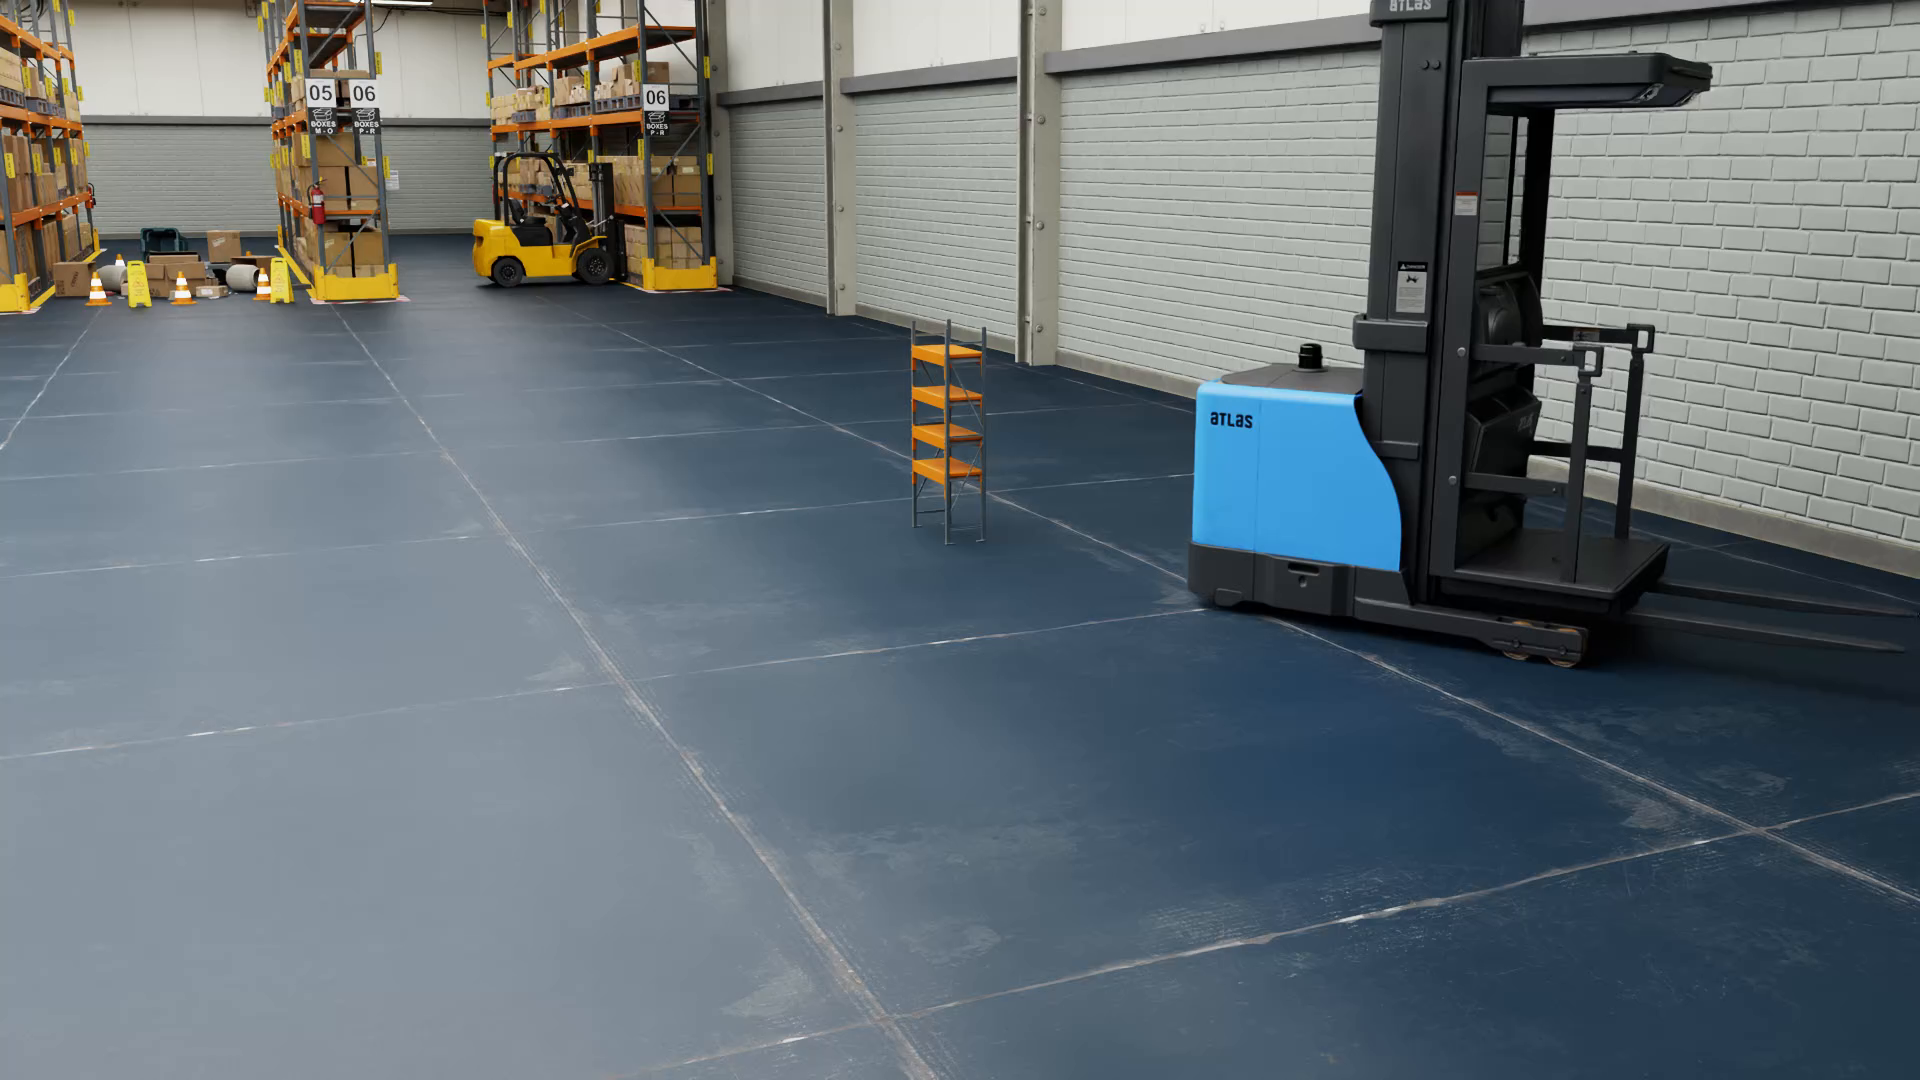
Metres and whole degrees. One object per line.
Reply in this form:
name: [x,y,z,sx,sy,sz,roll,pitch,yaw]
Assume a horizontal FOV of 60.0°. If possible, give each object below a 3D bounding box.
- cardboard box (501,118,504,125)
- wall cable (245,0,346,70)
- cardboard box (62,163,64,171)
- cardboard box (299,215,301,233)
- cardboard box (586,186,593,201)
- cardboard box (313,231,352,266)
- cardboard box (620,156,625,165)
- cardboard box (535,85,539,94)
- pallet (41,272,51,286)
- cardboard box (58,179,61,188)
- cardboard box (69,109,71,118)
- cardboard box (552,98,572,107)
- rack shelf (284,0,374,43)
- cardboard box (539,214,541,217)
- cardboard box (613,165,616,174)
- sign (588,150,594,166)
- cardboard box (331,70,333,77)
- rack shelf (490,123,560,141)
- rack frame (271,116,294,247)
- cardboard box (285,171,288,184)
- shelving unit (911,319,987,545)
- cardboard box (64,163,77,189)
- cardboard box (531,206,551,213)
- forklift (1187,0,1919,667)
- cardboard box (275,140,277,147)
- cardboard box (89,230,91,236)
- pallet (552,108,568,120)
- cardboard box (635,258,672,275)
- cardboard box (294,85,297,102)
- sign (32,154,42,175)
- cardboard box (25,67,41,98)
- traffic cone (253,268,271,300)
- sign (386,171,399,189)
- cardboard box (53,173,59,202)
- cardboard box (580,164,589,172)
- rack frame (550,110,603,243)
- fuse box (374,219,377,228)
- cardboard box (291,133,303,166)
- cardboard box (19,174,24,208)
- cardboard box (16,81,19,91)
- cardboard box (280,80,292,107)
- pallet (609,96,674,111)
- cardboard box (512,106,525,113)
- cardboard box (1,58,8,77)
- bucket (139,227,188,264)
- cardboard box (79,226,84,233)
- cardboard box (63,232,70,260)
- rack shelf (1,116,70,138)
cardboard box: [-10.525,-9.795,38.943,0.380,0.149,0.250,-6,14,-23]
wall cable: [-17.358,-12.559,43.677,2.355,3.000,0.029,-6,14,-23]
cardboard box: [-17.956,-7.376,32.894,0.380,0.149,0.250,-6,14,-25]
cardboard box: [-12.861,-6.271,33.592,0.875,0.875,0.875,-5,14,-22]
cardboard box: [-6.599,-6.397,30.688,0.500,0.250,0.500,-5,14,-22]
cardboard box: [-9.662,-4.486,25.603,0.500,0.500,0.500,-6,14,-23]
cardboard box: [-5.495,-6.382,27.972,0.380,0.149,0.250,-5,14,-22]
cardboard box: [-9.177,-9.924,36.769,0.396,0.266,0.258,-6,14,-24]
pallet: [-15.578,-4.266,27.334,1.003,0.211,1.213,-6,14,-23]
cardboard box: [-17.432,-6.819,31.806,0.380,0.149,0.250,-6,14,-25]
cardboard box: [-18.557,-8.735,34.140,0.500,0.250,0.500,-6,14,-24]
cardboard box: [-7.899,-8.717,33.093,0.380,0.166,0.250,-6,14,-23]
rack shelf: [-9.903,-8.097,26.002,1.077,0.370,4.000,-6,14,-23]
cardboard box: [-8.979,-7.034,36.283,0.380,0.149,0.250,-6,14,-23]
cardboard box: [-5.785,-6.397,28.697,0.380,0.149,0.250,-6,14,-25]
sign: [-6.651,-6.864,29.981,0.100,0.325,0.005,-6,14,-23]
cardboard box: [-9.576,-6.941,24.844,0.380,0.149,0.250,-5,14,-22]
rack shelf: [-10.164,-9.566,38.992,1.077,0.370,4.000,-6,14,-23]
rack frame: [-15.511,-8.419,39.094,1.000,3.000,0.127,-6,14,-23]
cardboard box: [-13.166,-7.224,33.152,0.500,0.250,0.500,-6,14,-24]
shelving unit: [-0.066,-0.619,9.382,0.258,1.200,0.503,-6,14,-23]
cardboard box: [-18.372,-7.444,33.997,0.500,0.500,0.500,-6,14,-24]
cardboard box: [-9.315,-7.342,36.955,0.380,0.149,0.250,-6,14,-26]
forklift: [2.611,-1.025,7.298,3.031,2.935,1.130,8,15,32]
cardboard box: [-15.332,-9.008,37.762,0.380,0.149,0.250,-6,14,-25]
cardboard box: [-19.534,-6.829,36.953,0.380,0.149,0.250,-6,14,-24]
pallet: [-7.406,-8.453,33.006,1.213,0.211,1.003,-5,14,-20]
cardboard box: [-5.033,-4.496,27.311,0.500,0.250,0.500,-6,14,-23]
cardboard box: [-10.375,-7.147,26.619,0.500,0.250,0.500,-5,14,-22]
sign: [-14.692,-5.983,26.472,0.100,0.325,0.005,-6,14,-23]
cardboard box: [-15.849,-7.728,28.081,0.500,0.500,0.500,-6,14,-23]
traffic cone: [-10.456,-3.850,24.978,0.336,0.463,0.334,-6,14,-23]
sign: [-15.439,-9.783,45.197,0.329,0.494,0.001,-6,14,-23]
cardboard box: [-16.375,-6.278,29.623,0.500,0.500,0.500,-6,14,-23]
cardboard box: [-6.895,-6.954,31.102,0.380,0.149,0.250,-6,14,-25]
rack frame: [-7.760,-7.215,33.894,1.000,3.000,0.127,-6,14,-23]
fuse box: [-15.808,-9.114,44.954,0.539,1.711,0.414,-6,14,-23]
cardboard box: [-10.001,-6.081,25.895,0.700,0.500,0.500,-6,14,-24]
cardboard box: [-14.387,-5.136,24.575,0.875,0.550,0.500,-6,14,-23]
cardboard box: [-14.452,-6.860,25.108,0.380,0.149,0.250,-6,14,-23]
cardboard box: [-12.596,-8.547,31.834,0.797,0.503,0.637,-7,15,-26]
pallet: [-5.308,-7.382,28.156,1.003,0.211,1.213,-6,14,-23]
cardboard box: [-9.785,-9.652,37.442,0.500,0.250,0.500,-6,14,-23]
cardboard box: [-13.963,-6.764,23.810,0.500,0.250,0.500,-6,14,-23]
bucket: [-13.033,-4.798,27.336,0.726,0.611,0.620,-1,3,-4]
cardboard box: [-18.707,-6.542,35.056,0.380,0.149,0.250,-5,14,-22]
cardboard box: [-16.852,-5.454,30.897,0.500,0.500,0.500,-6,14,-25]
rack shelf: [-17.603,-7.823,31.459,1.077,0.370,4.000,-6,14,-23]
